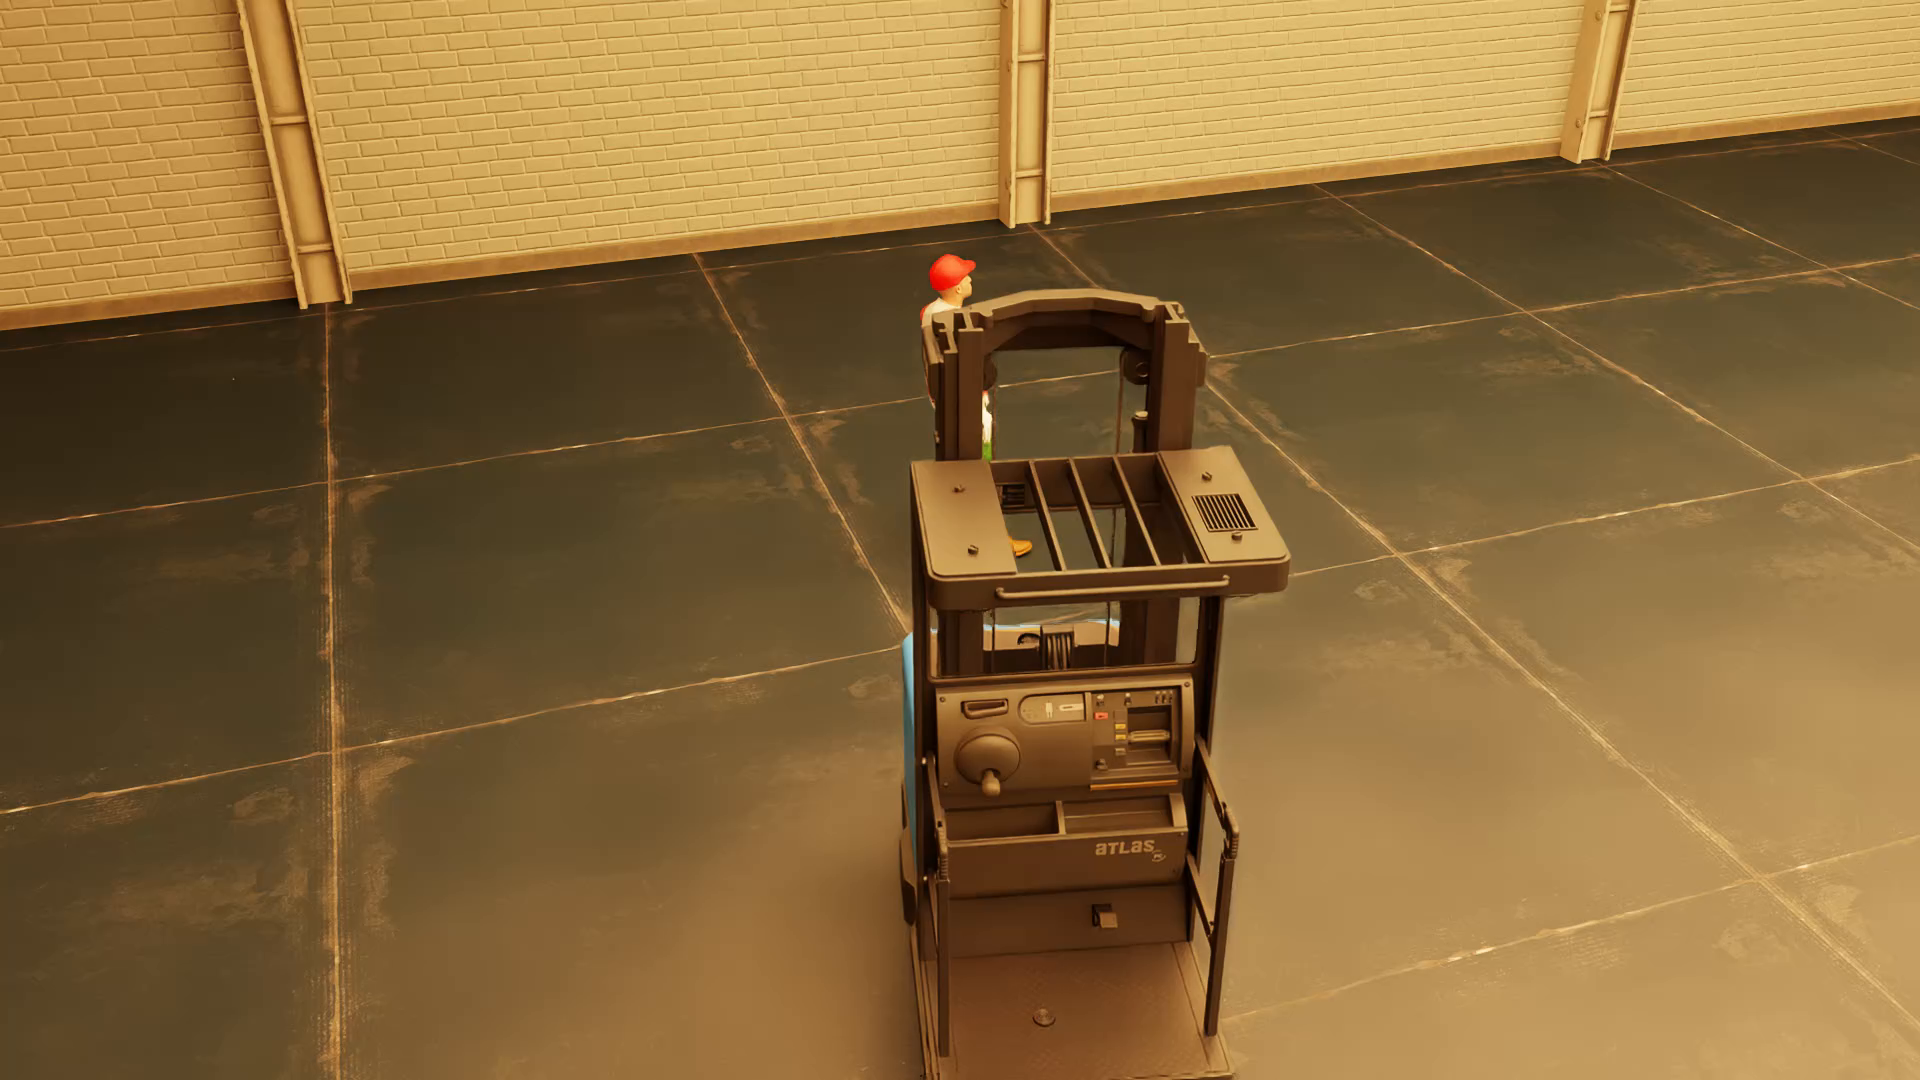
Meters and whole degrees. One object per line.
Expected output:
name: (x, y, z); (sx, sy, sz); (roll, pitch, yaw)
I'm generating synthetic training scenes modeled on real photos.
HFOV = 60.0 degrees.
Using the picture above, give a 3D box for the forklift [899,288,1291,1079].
forklift: (0.404, 0.751, 5.783); (1.130, 2.935, 3.031); (-3, 30, -5)

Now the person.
person: (0.080, -0.789, 9.588); (0.564, 1.787, 0.637); (-10, 31, -16)
